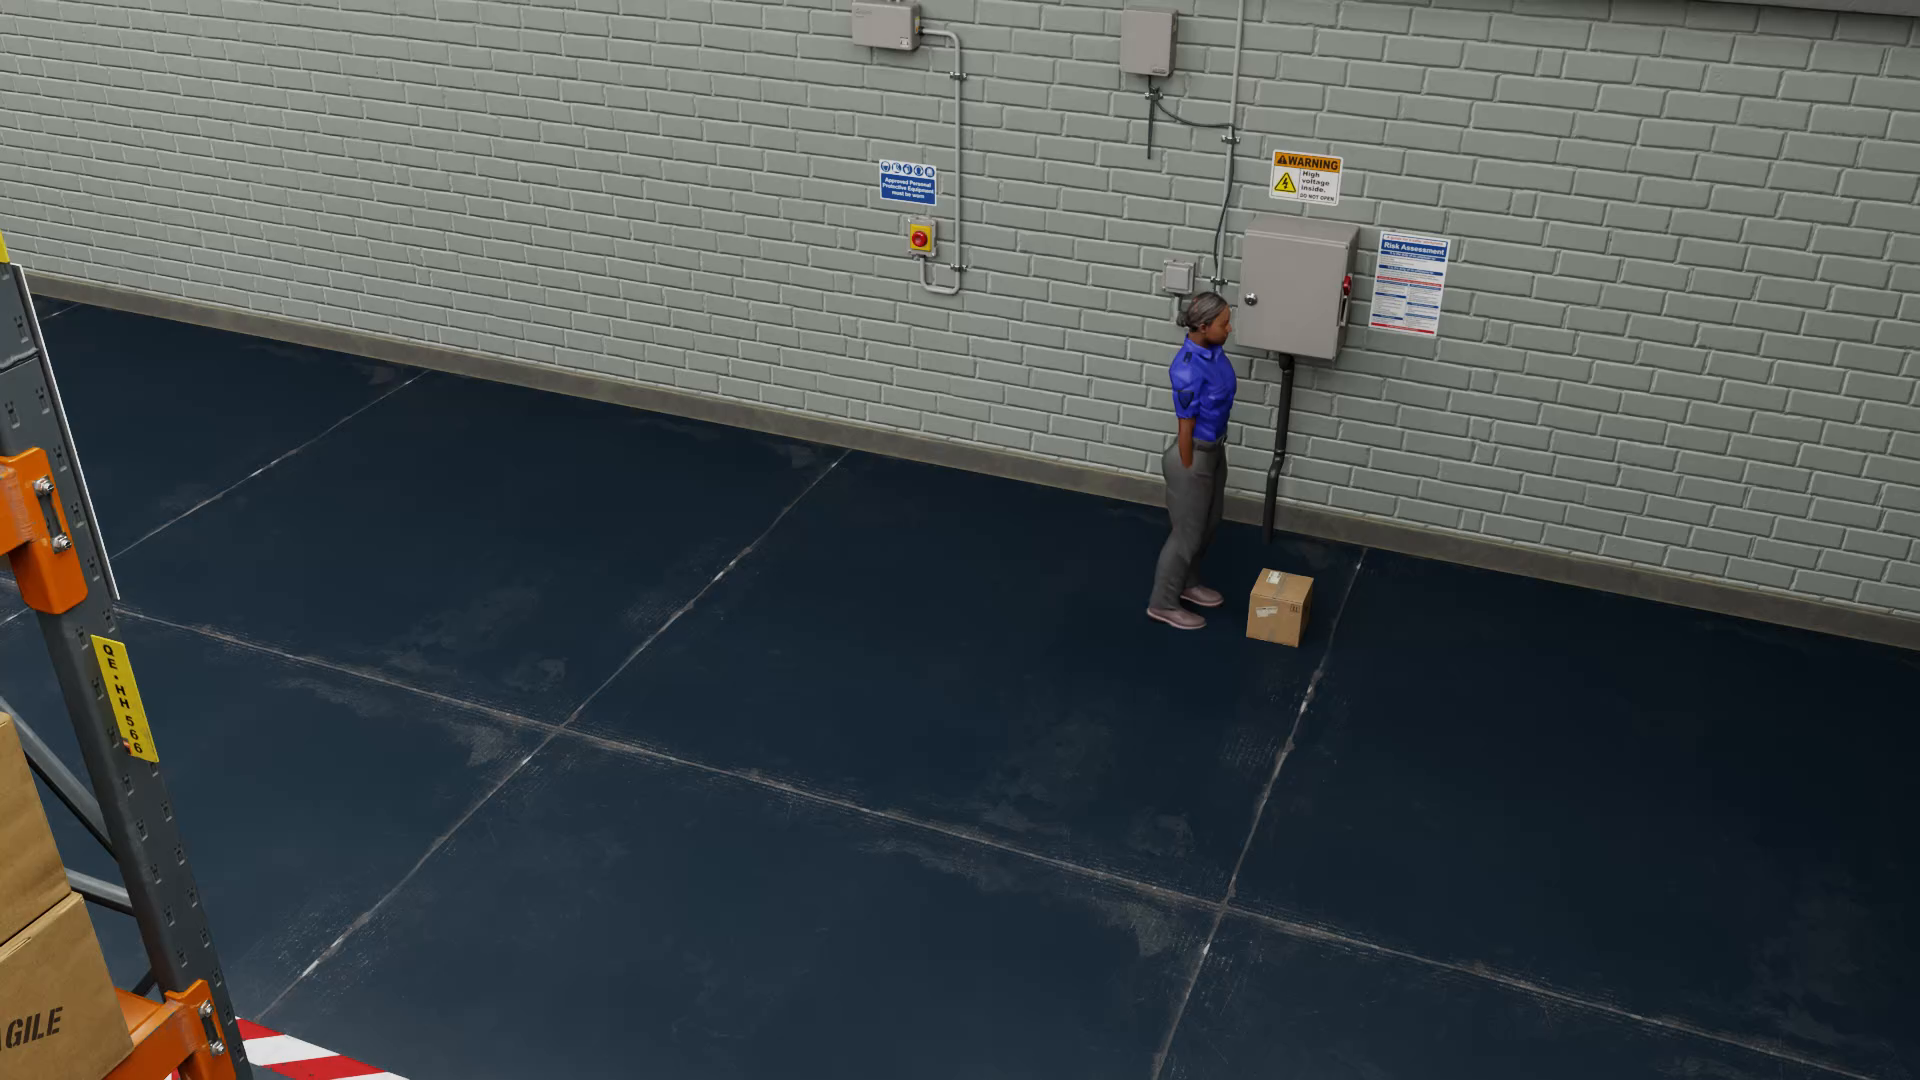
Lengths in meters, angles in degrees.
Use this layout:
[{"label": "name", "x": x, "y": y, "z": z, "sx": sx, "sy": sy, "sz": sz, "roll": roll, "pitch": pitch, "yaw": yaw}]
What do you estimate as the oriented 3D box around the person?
[{"label": "person", "x": 1.119, "y": -0.379, "z": 7.808, "sx": 0.314, "sy": 1.661, "sz": 0.437, "roll": 12, "pitch": 32, "yaw": 20}]
